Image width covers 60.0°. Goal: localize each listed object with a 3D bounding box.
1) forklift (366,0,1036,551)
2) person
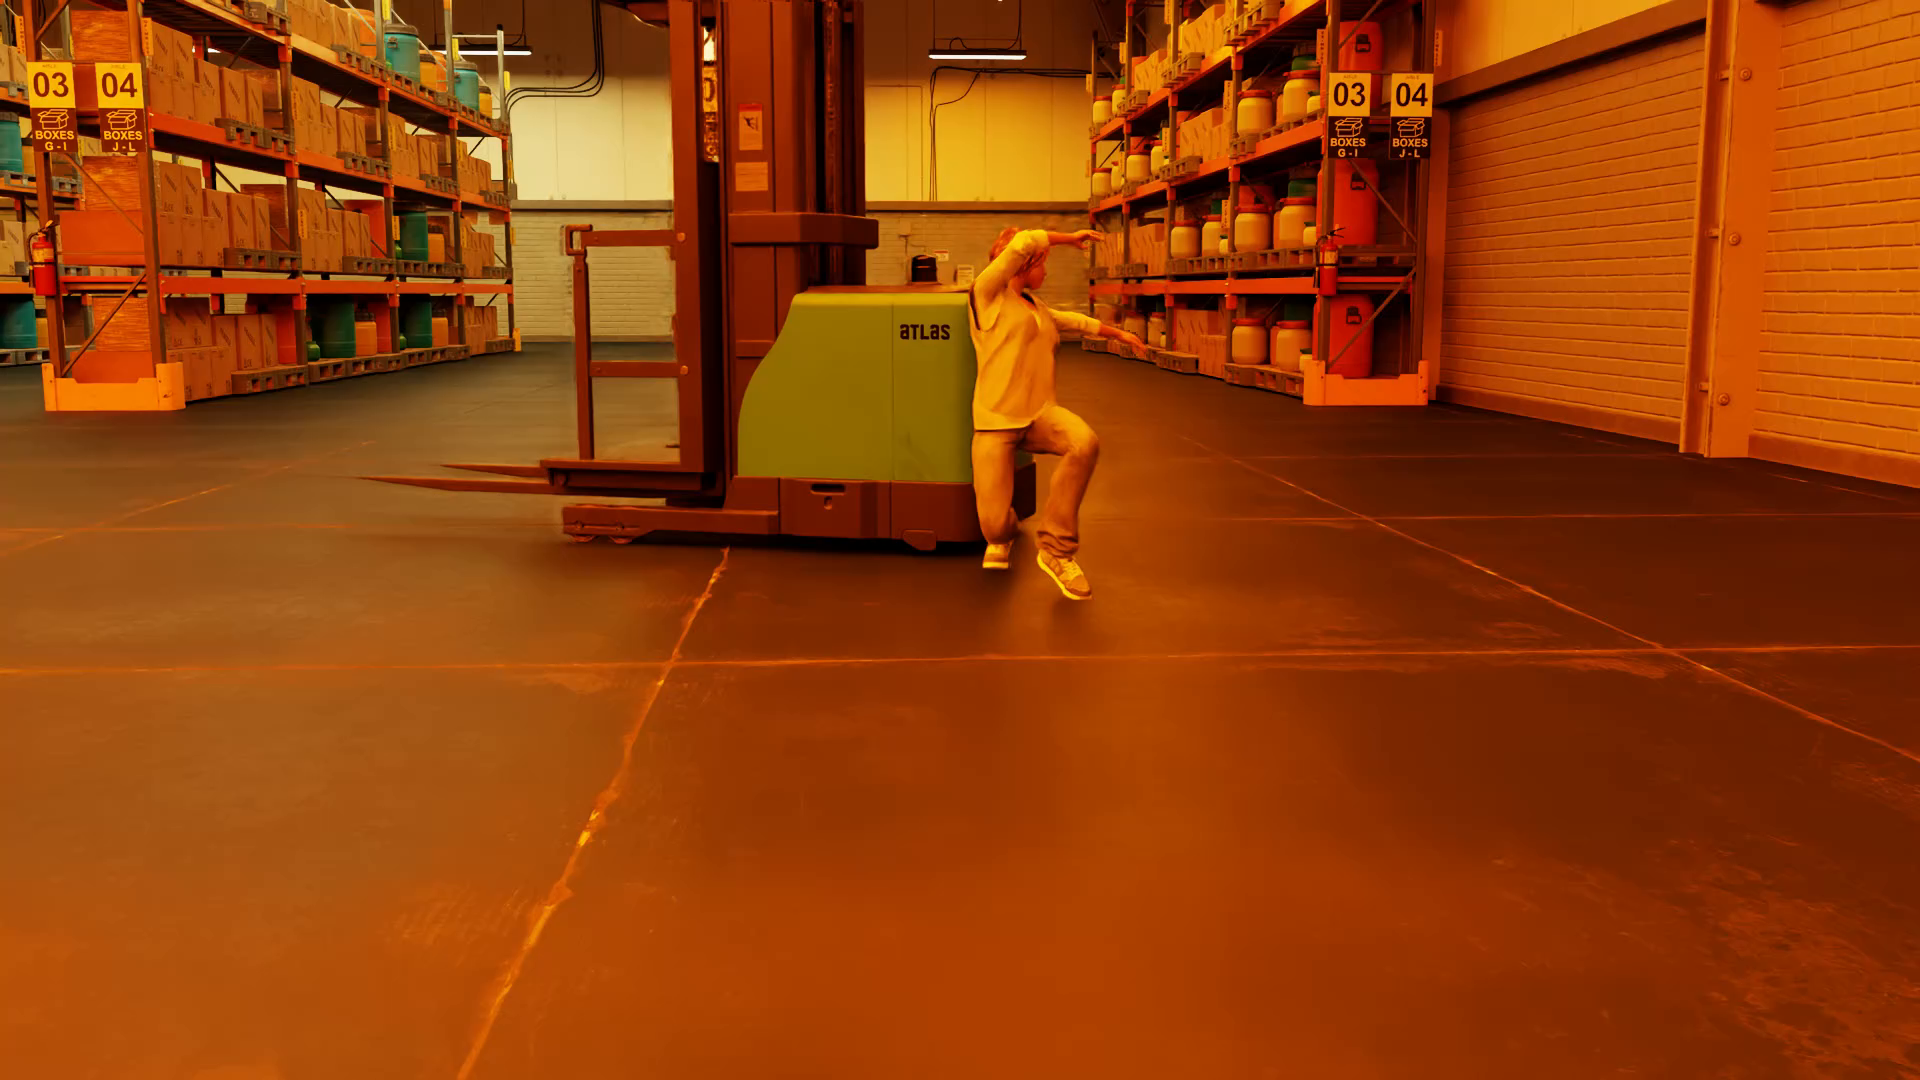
[{"bbox_3d":[-1.226,-1.503,7.453,3.031,2.935,1.130,2,9,16],"label":"forklift"},{"bbox_3d":[0.463,-0.496,6.211,0.898,1.317,0.834,-4,9,-25],"label":"person"}]
